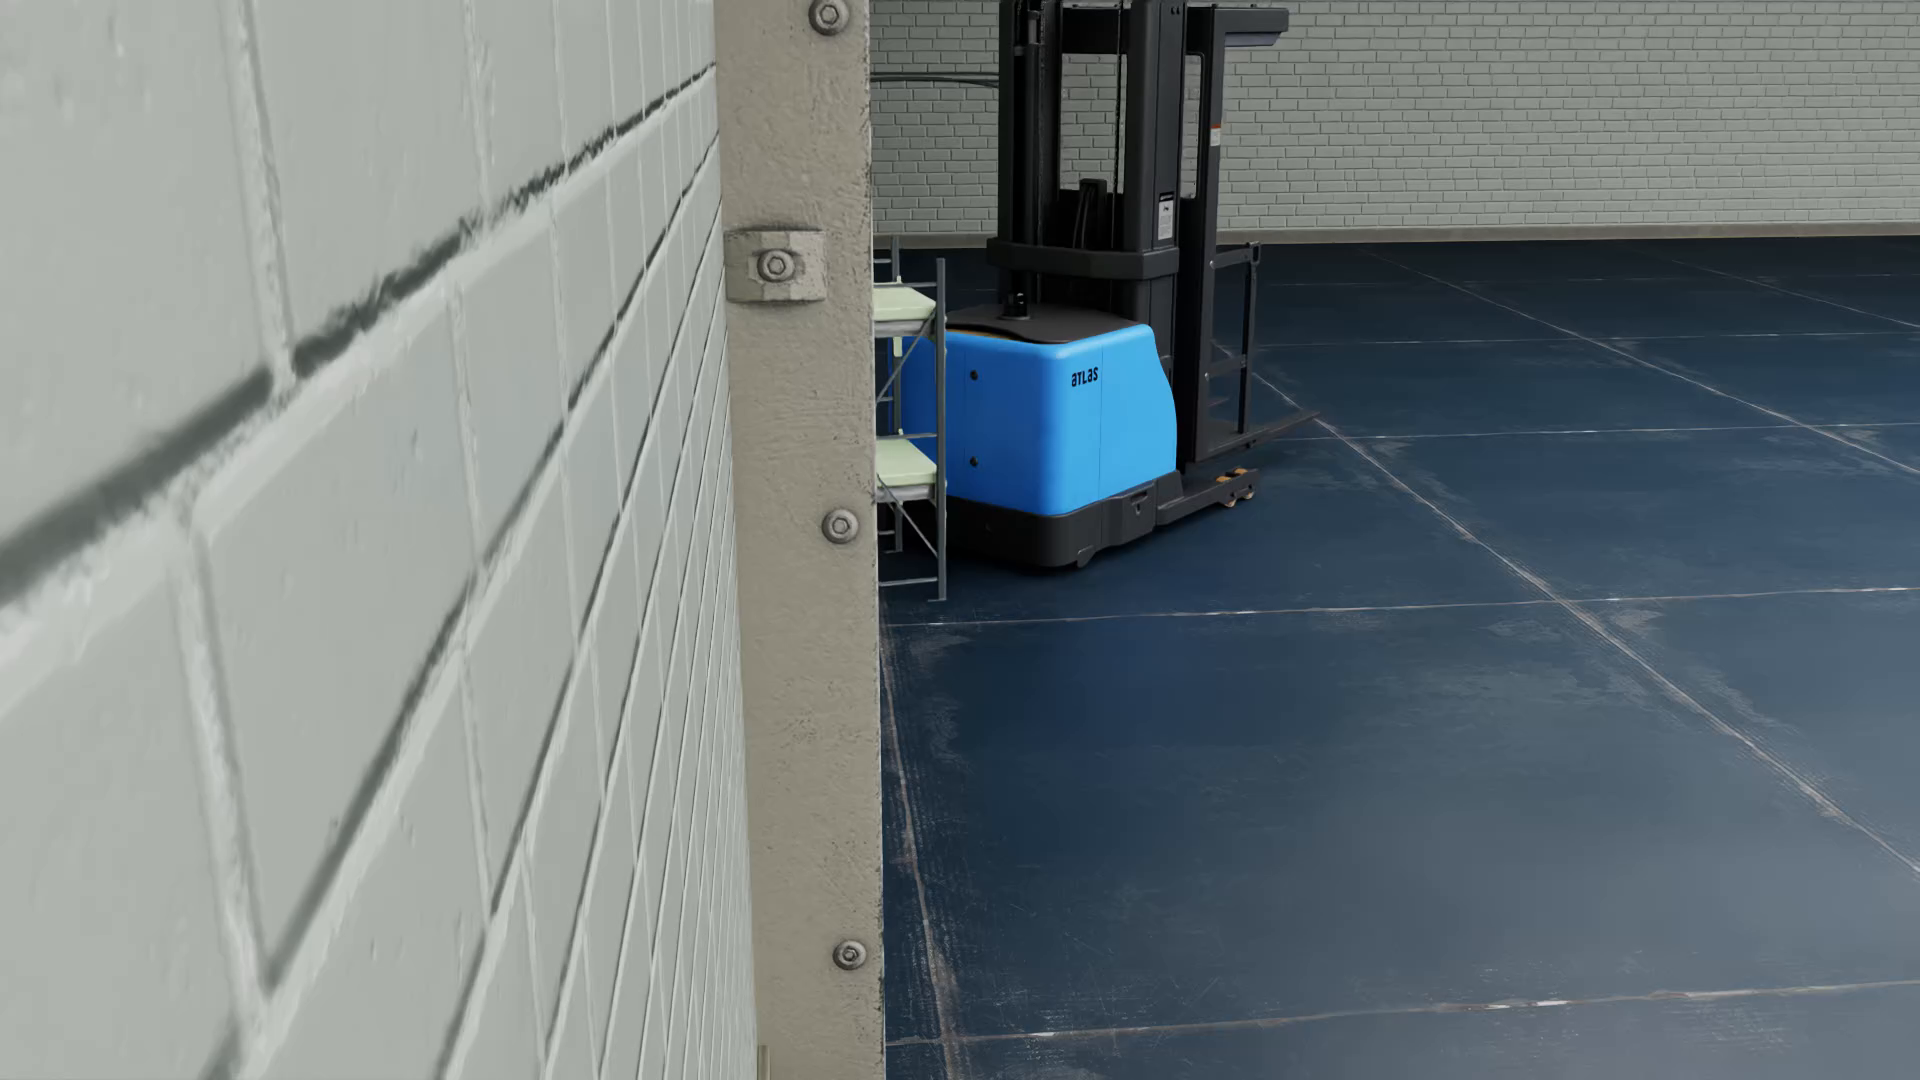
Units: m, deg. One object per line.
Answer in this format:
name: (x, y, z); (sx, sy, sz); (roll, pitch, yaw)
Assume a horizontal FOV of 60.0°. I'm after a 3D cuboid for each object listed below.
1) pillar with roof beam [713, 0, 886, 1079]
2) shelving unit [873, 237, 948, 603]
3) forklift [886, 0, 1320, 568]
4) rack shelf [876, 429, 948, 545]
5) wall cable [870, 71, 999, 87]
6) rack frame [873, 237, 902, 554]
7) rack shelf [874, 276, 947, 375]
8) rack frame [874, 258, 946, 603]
pillar with roof beam: (3.931, -3.160, 3.220); (9.100, 9.000, 0.400); (-2, 18, -6)
shelving unit: (-0.364, -0.537, 7.383); (0.431, 1.500, 0.755); (-5, 18, -16)
forklift: (0.942, -1.648, 8.532); (1.130, 2.935, 3.031); (13, 22, 36)
rack shelf: (-0.364, -0.226, 7.480); (0.431, 0.370, 0.720); (-5, 18, -16)
wall cable: (-0.577, -6.040, 17.575); (3.097, 2.526, 0.112); (-2, 18, -6)
rack frame: (-0.471, -0.641, 7.716); (0.400, 1.500, 0.023); (-5, 18, -16)
rack shelf: (-0.364, -0.909, 7.266); (0.431, 0.370, 0.720); (-5, 18, -16)
rack frame: (-0.256, -0.432, 7.049); (0.400, 1.500, 0.023); (-5, 18, -16)
